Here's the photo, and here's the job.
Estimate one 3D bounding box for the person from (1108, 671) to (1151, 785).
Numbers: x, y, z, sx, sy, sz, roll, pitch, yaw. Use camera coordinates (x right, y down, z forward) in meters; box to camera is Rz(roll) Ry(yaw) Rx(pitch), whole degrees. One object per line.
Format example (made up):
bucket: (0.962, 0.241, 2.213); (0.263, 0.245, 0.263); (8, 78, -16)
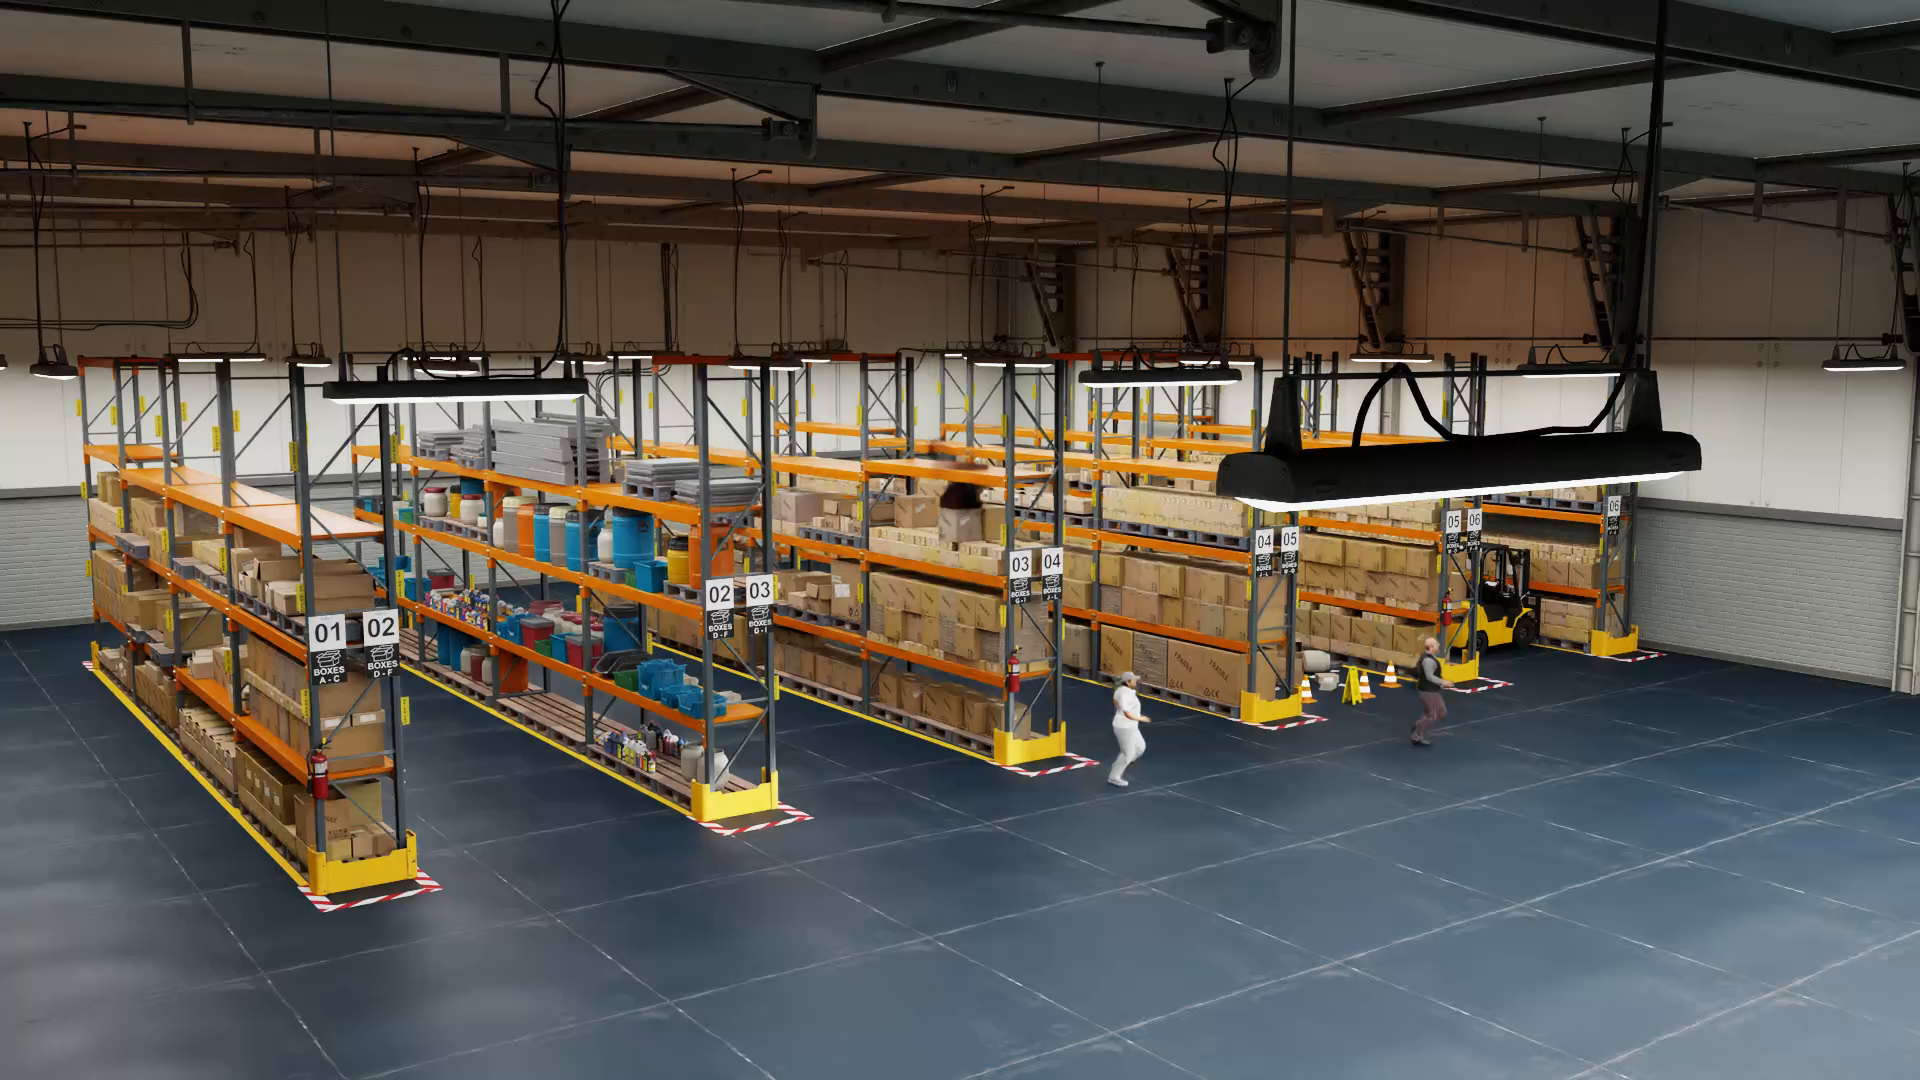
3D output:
person: (2.405, 2.661, 23.617); (0.597, 1.632, 0.631); (1, 7, 6)

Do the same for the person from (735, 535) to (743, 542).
person: (-5.362, 0.680, 40.158); (0.628, 1.634, 0.779); (1, 7, 11)

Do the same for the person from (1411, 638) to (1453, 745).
person: (7.359, 2.353, 25.893); (0.606, 1.680, 0.694); (2, 7, 16)
